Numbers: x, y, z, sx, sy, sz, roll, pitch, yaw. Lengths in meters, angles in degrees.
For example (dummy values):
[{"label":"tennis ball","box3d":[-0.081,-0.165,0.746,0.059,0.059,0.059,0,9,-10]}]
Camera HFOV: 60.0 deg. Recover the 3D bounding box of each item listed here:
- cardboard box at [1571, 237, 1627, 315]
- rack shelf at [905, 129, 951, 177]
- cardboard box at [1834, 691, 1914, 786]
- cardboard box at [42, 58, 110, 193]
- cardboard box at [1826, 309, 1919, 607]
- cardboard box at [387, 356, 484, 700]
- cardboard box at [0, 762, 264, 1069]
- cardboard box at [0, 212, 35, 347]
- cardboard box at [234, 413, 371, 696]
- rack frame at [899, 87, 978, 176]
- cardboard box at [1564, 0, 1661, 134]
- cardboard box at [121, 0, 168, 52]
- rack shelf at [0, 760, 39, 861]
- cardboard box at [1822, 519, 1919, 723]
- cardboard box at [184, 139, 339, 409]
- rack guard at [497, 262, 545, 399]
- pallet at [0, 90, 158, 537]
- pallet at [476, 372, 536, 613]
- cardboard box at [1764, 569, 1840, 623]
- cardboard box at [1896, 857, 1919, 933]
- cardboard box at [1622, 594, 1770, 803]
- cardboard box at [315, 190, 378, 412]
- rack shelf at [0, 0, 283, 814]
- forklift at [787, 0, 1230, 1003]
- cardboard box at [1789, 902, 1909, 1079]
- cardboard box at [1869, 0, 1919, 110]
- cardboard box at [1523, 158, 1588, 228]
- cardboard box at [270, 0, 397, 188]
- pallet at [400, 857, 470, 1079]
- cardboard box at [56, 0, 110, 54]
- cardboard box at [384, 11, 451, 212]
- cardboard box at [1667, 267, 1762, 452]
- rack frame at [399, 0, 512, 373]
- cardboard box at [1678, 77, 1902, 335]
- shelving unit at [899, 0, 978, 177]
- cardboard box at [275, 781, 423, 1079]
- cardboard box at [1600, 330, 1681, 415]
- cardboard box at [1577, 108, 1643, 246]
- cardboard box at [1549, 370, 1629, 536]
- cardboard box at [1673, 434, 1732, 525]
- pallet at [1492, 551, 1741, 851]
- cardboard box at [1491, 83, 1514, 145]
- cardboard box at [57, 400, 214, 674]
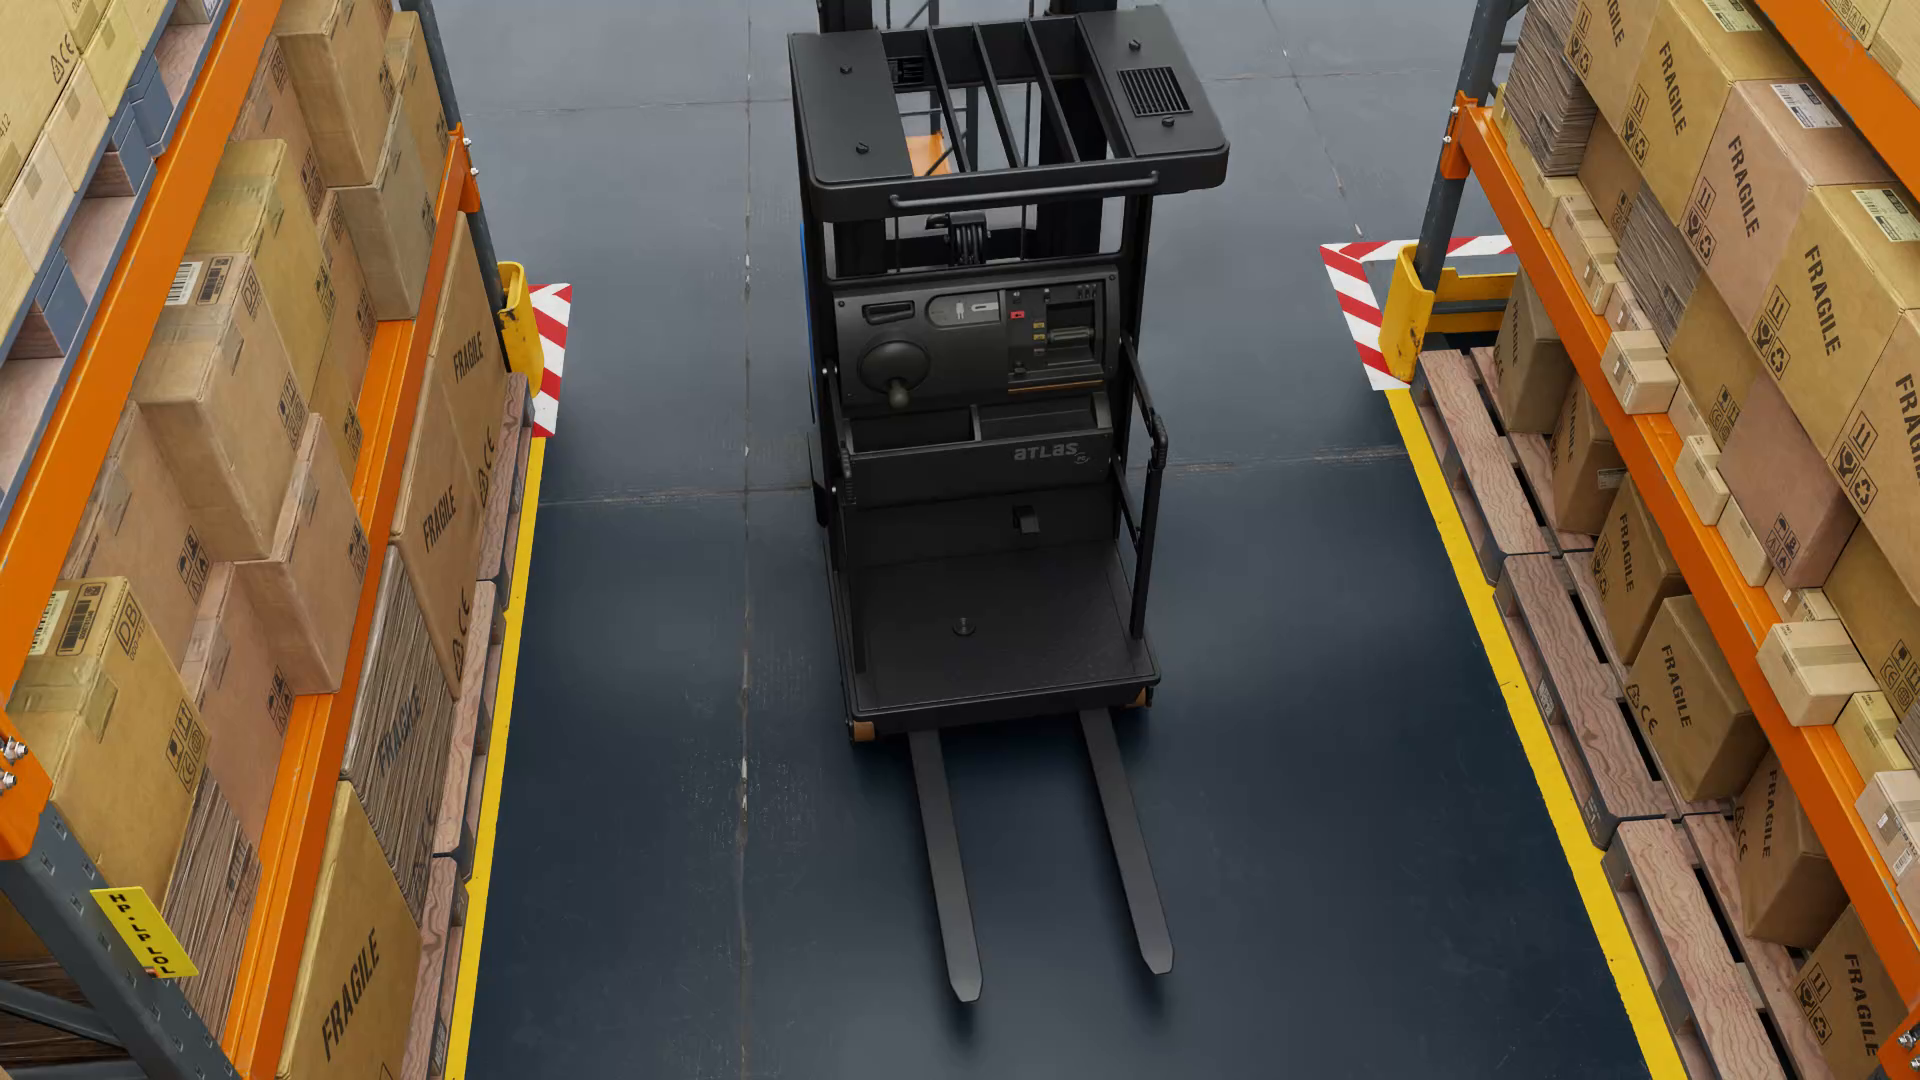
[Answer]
[{"label":"cardboard box","box3d":[2.348,-0.916,5.725,0.380,0.149,0.250,-3,47,-3]},{"label":"rack shelf","box3d":[-0.260,-1.438,7.326,0.538,0.185,1.000,-7,47,-6]},{"label":"cardboard box","box3d":[2.550,0.529,4.357,0.380,0.149,0.250,-3,47,-3]},{"label":"cardboard box","box3d":[-1.873,-0.783,3.174,0.380,0.149,0.250,-4,47,-4]},{"label":"cardboard box","box3d":[2.478,-0.205,3.916,0.500,0.500,0.500,-3,47,-3]},{"label":"cardboard box","box3d":[-2.254,-0.011,5.868,0.875,0.875,0.875,-4,47,-4]},{"label":"cardboard box","box3d":[-2.160,0.856,3.770,0.875,0.550,0.550,-3,47,-3]},{"label":"cardboard box","box3d":[-1.833,-0.421,2.832,0.380,0.149,0.250,-3,47,-3]},{"label":"cardboard box","box3d":[-2.157,0.062,4.522,0.875,0.550,0.550,-3,47,-3]},{"label":"rack frame","box3d":[-0.180,-1.197,6.850,0.500,1.500,0.032,-7,47,-6]},{"label":"cardboard box","box3d":[2.308,-1.652,5.286,0.500,0.500,0.500,-3,47,-3]},{"label":"cardboard box","box3d":[-1.918,-1.155,3.527,0.380,0.149,0.250,-3,47,-3]},{"label":"rack shelf","box3d":[-1.950,1.837,1.374,1.077,0.370,4.000,-3,47,-3]},{"label":"cardboard box","box3d":[2.851,0.116,4.301,0.875,0.500,0.500,-3,47,-3]},{"label":"cardboard box","box3d":[-2.237,-0.691,4.491,0.875,0.550,0.500,-3,47,-3]},{"label":"rack guard","box3d":[-2.455,-0.878,7.237,1.175,0.500,0.348,-3,47,-3]},{"label":"pallet","box3d":[-2.176,-0.419,3.076,1.003,0.211,1.213,-3,47,-3]},{"label":"pallet","box3d":[-2.308,-0.187,6.782,1.003,0.211,1.213,-3,47,-3]},{"label":"cardboard box","box3d":[2.528,0.166,4.700,0.380,0.149,0.250,-3,47,-3]},{"label":"cardboard box","box3d":[2.522,0.895,4.010,0.380,0.149,0.250,-3,47,-3]},{"label":"cardboard box","box3d":[2.654,0.511,5.633,0.500,0.500,0.500,-7,47,-7]},{"label":"cardboard box","box3d":[-2.387,-0.696,5.240,0.875,0.550,0.550,-3,47,-3]},{"label":"rack shelf","box3d":[-2.285,-1.057,4.115,1.077,0.370,4.000,-3,47,-3]},{"label":"forklift","box3d":[0.096,-0.560,5.261,1.130,2.935,3.031,-6,47,-6]},{"label":"cardboard box","box3d":[2.840,1.369,4.820,0.500,0.500,0.500,-5,47,-5]},{"label":"cardboard box","box3d":[2.454,-1.095,3.758,0.500,0.250,0.500,-4,47,-4]},{"label":"cardboard box","box3d":[2.293,-1.277,6.067,0.380,0.149,0.250,-3,47,-3]},{"label":"cardboard box","box3d":[-2.322,-1.480,5.238,0.875,0.550,0.550,-3,47,-3]},{"label":"pallet","box3d":[-2.103,1.578,5.110,1.003,0.211,1.213,-3,47,-3]},{"label":"cardboard box","box3d":[-1.966,-1.188,3.283,0.500,0.250,0.500,-4,47,-4]},{"label":"cardboard box","box3d":[-2.376,-1.506,6.007,0.875,0.550,0.550,-3,47,-3]},{"label":"cardboard box","box3d":[2.708,-0.604,4.982,0.875,0.500,0.500,-3,47,-3]},{"label":"rack frame","box3d":[-2.453,-1.720,6.313,1.000,3.000,0.127,-3,47,-3]},{"label":"cardboard box","box3d":[2.399,-0.929,4.601,0.500,0.500,0.500,-3,47,-3]},{"label":"shelving unit","box3d":[-0.258,-1.555,7.190,0.587,1.500,1.083,-7,47,-6]},{"label":"cardboard box","box3d":[-2.101,1.301,4.626,0.875,0.875,0.875,-3,47,-3]},{"label":"cardboard box","box3d":[2.314,-0.550,5.378,0.380,0.149,0.250,-3,47,-3]},{"label":"cardboard box","box3d":[2.679,-1.331,5.671,0.875,0.500,0.500,-3,47,-3]},{"label":"cardboard box","box3d":[2.618,-0.350,6.448,0.500,0.500,0.500,8,47,7]},{"label":"cardboard box","box3d":[2.411,-0.192,5.039,0.380,0.149,0.250,-3,47,-3]},{"label":"pallet","box3d":[2.637,0.536,6.097,1.003,0.211,1.213,-3,47,-3]},{"label":"cardboard box","box3d":[2.285,-1.641,6.411,0.380,0.149,0.250,-3,47,-3]},{"label":"cardboard box","box3d":[-2.276,0.091,3.750,0.875,0.550,0.550,-3,47,-3]}]
